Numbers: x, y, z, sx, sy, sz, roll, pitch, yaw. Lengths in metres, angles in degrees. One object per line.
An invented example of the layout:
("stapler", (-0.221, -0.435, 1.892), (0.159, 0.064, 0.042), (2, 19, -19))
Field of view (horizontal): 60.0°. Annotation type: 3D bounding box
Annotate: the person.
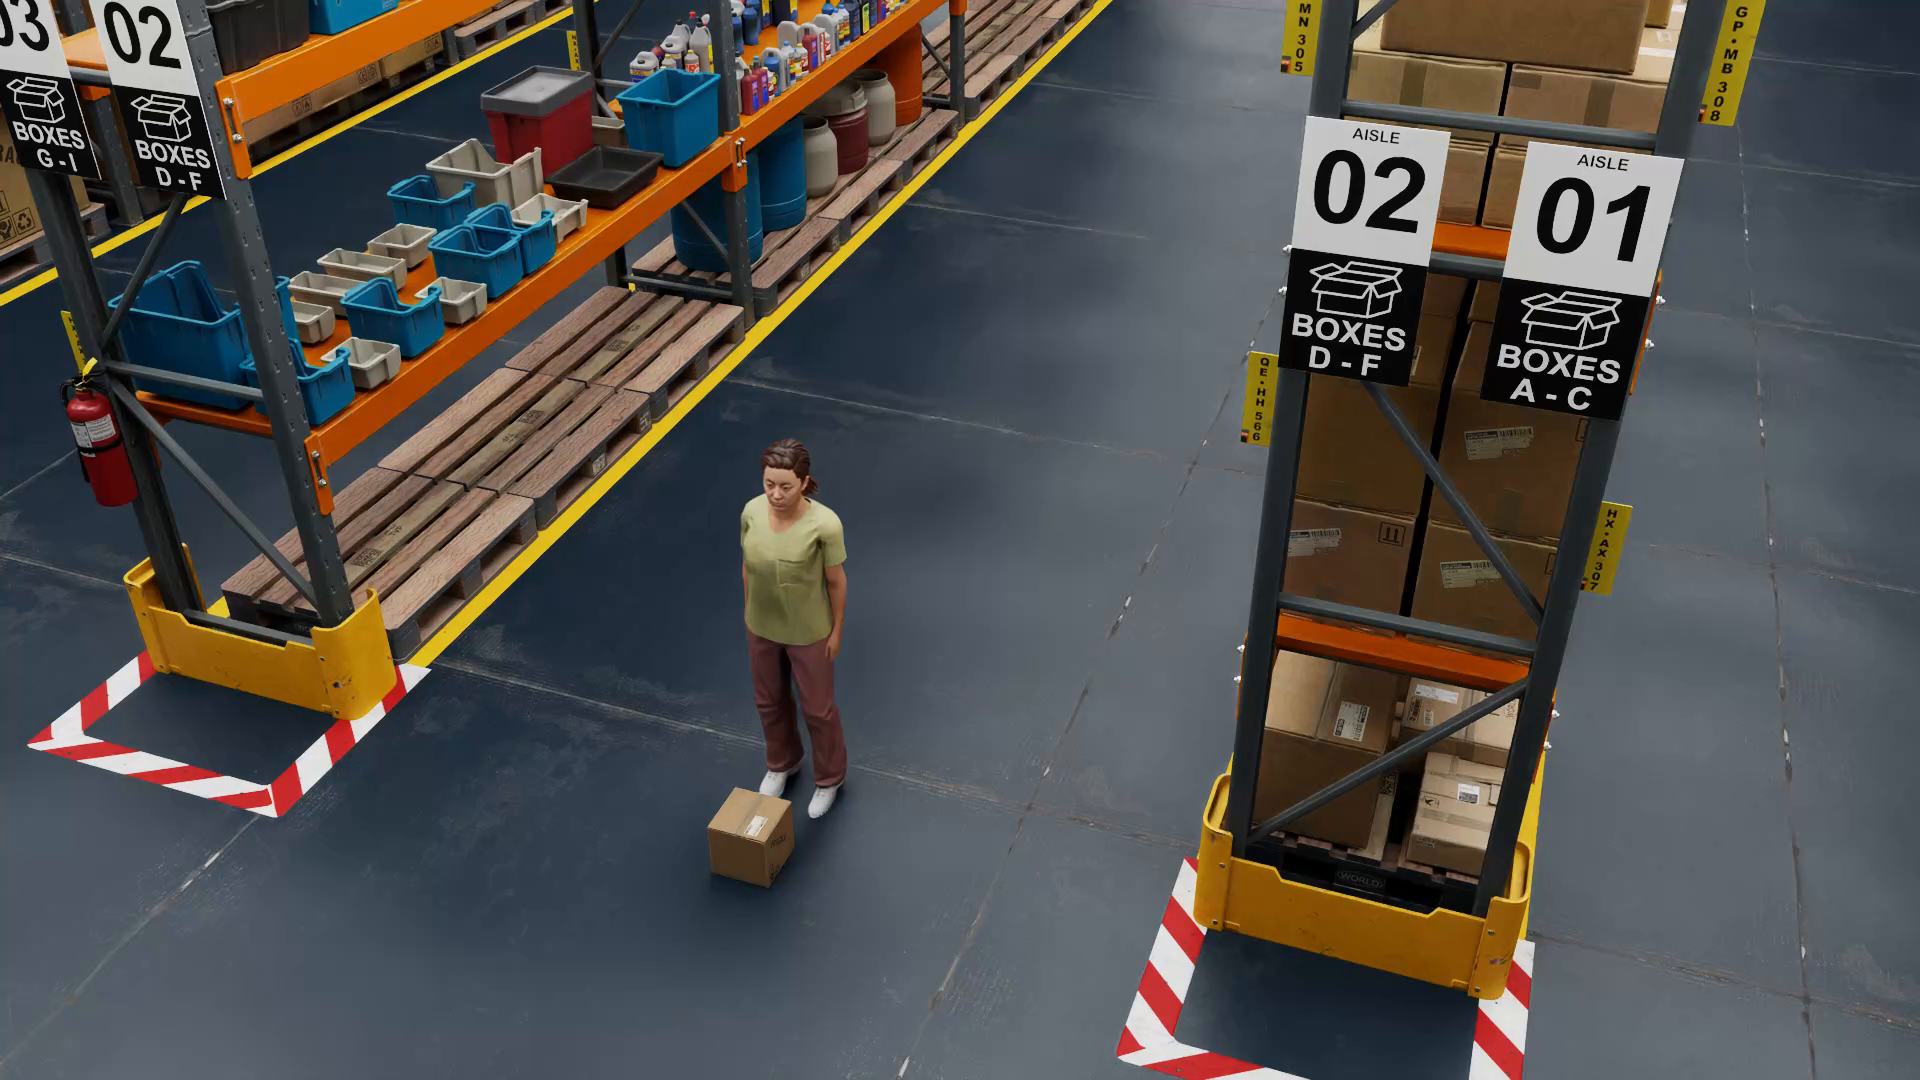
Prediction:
("person", (-0.662, 0.356, 6.629), (0.441, 1.695, 0.357), (12, 35, 17))
